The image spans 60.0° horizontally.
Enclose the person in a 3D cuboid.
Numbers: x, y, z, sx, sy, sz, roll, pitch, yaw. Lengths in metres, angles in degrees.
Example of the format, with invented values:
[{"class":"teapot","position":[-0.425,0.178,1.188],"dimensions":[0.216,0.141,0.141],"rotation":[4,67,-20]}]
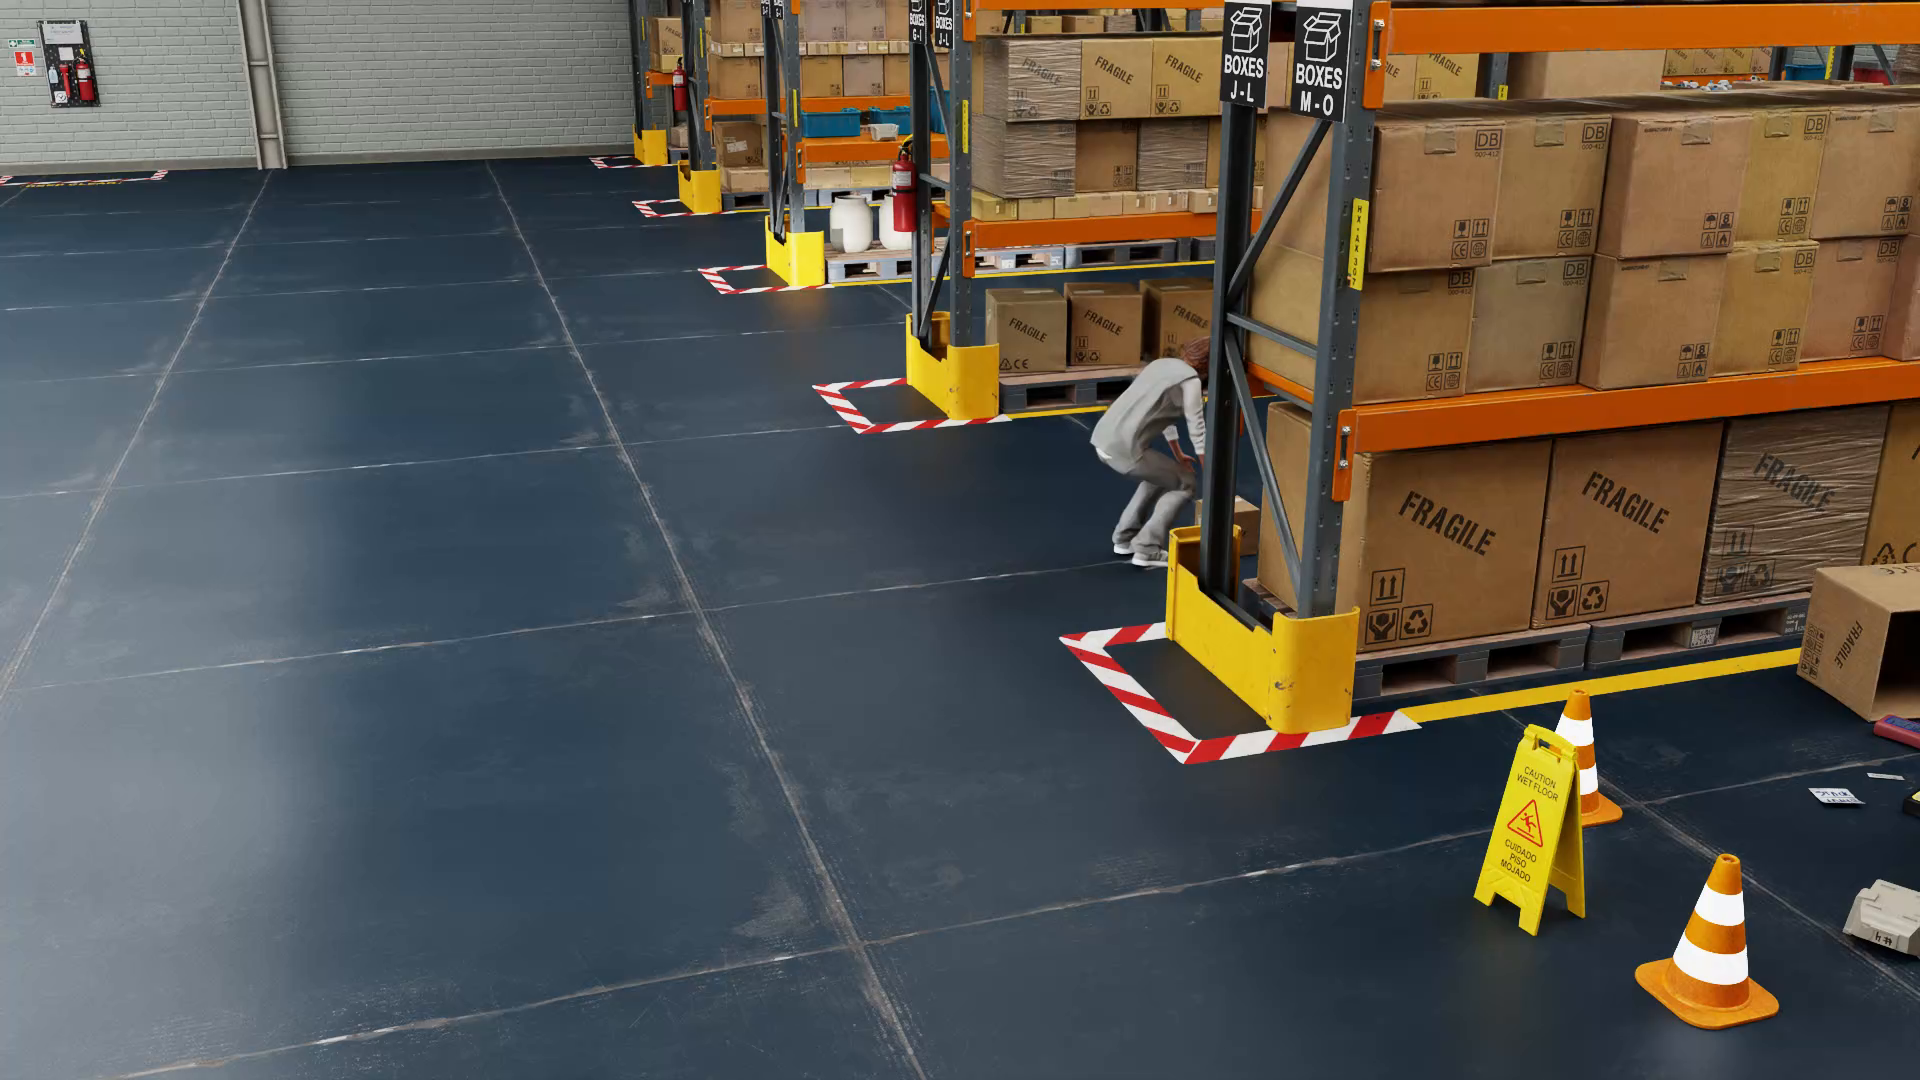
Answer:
[{"class":"person","position":[1.010,-0.456,8.556],"dimensions":[0.725,1.143,0.461],"rotation":[-6,20,-17]}]
